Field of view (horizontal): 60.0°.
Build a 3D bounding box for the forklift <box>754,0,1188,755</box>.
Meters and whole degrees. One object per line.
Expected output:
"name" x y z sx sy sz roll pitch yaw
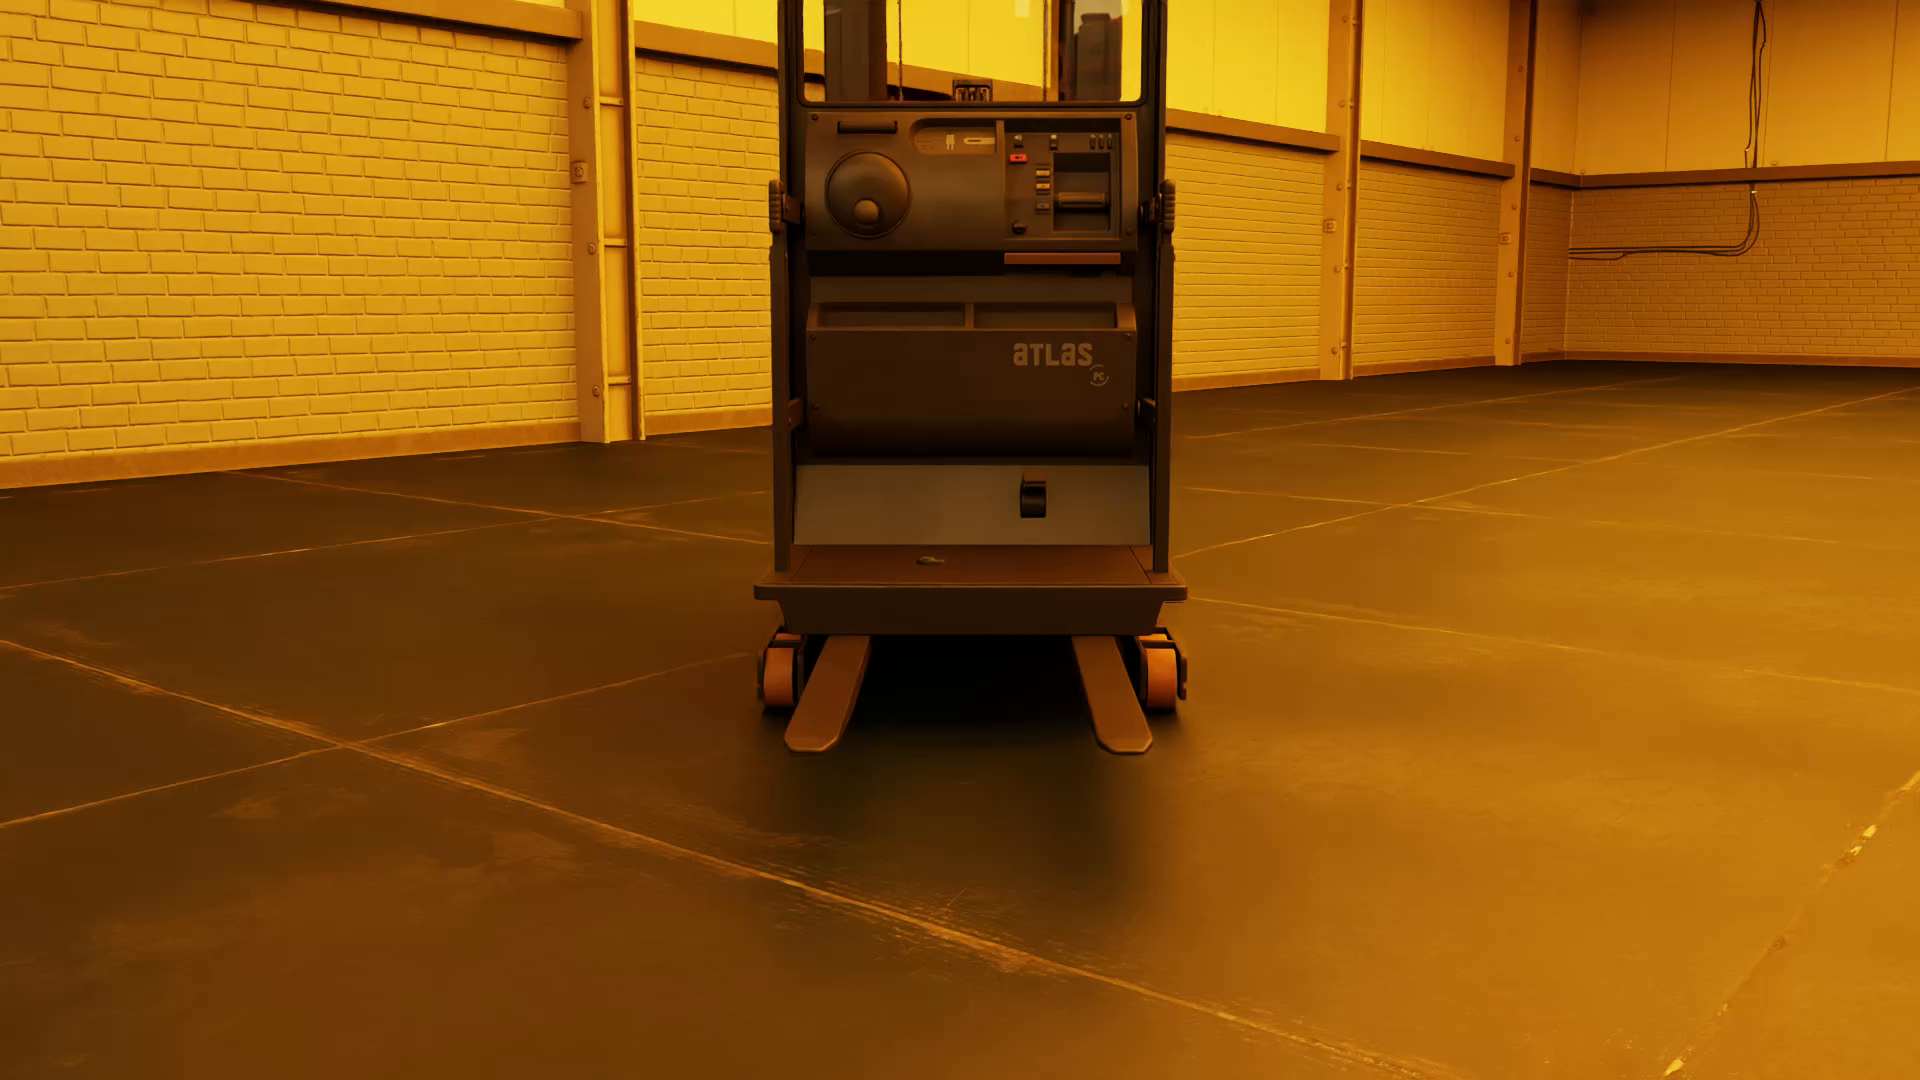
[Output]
"forklift" 0.032 -1.050 4.457 1.130 2.935 3.031 0 8 1
